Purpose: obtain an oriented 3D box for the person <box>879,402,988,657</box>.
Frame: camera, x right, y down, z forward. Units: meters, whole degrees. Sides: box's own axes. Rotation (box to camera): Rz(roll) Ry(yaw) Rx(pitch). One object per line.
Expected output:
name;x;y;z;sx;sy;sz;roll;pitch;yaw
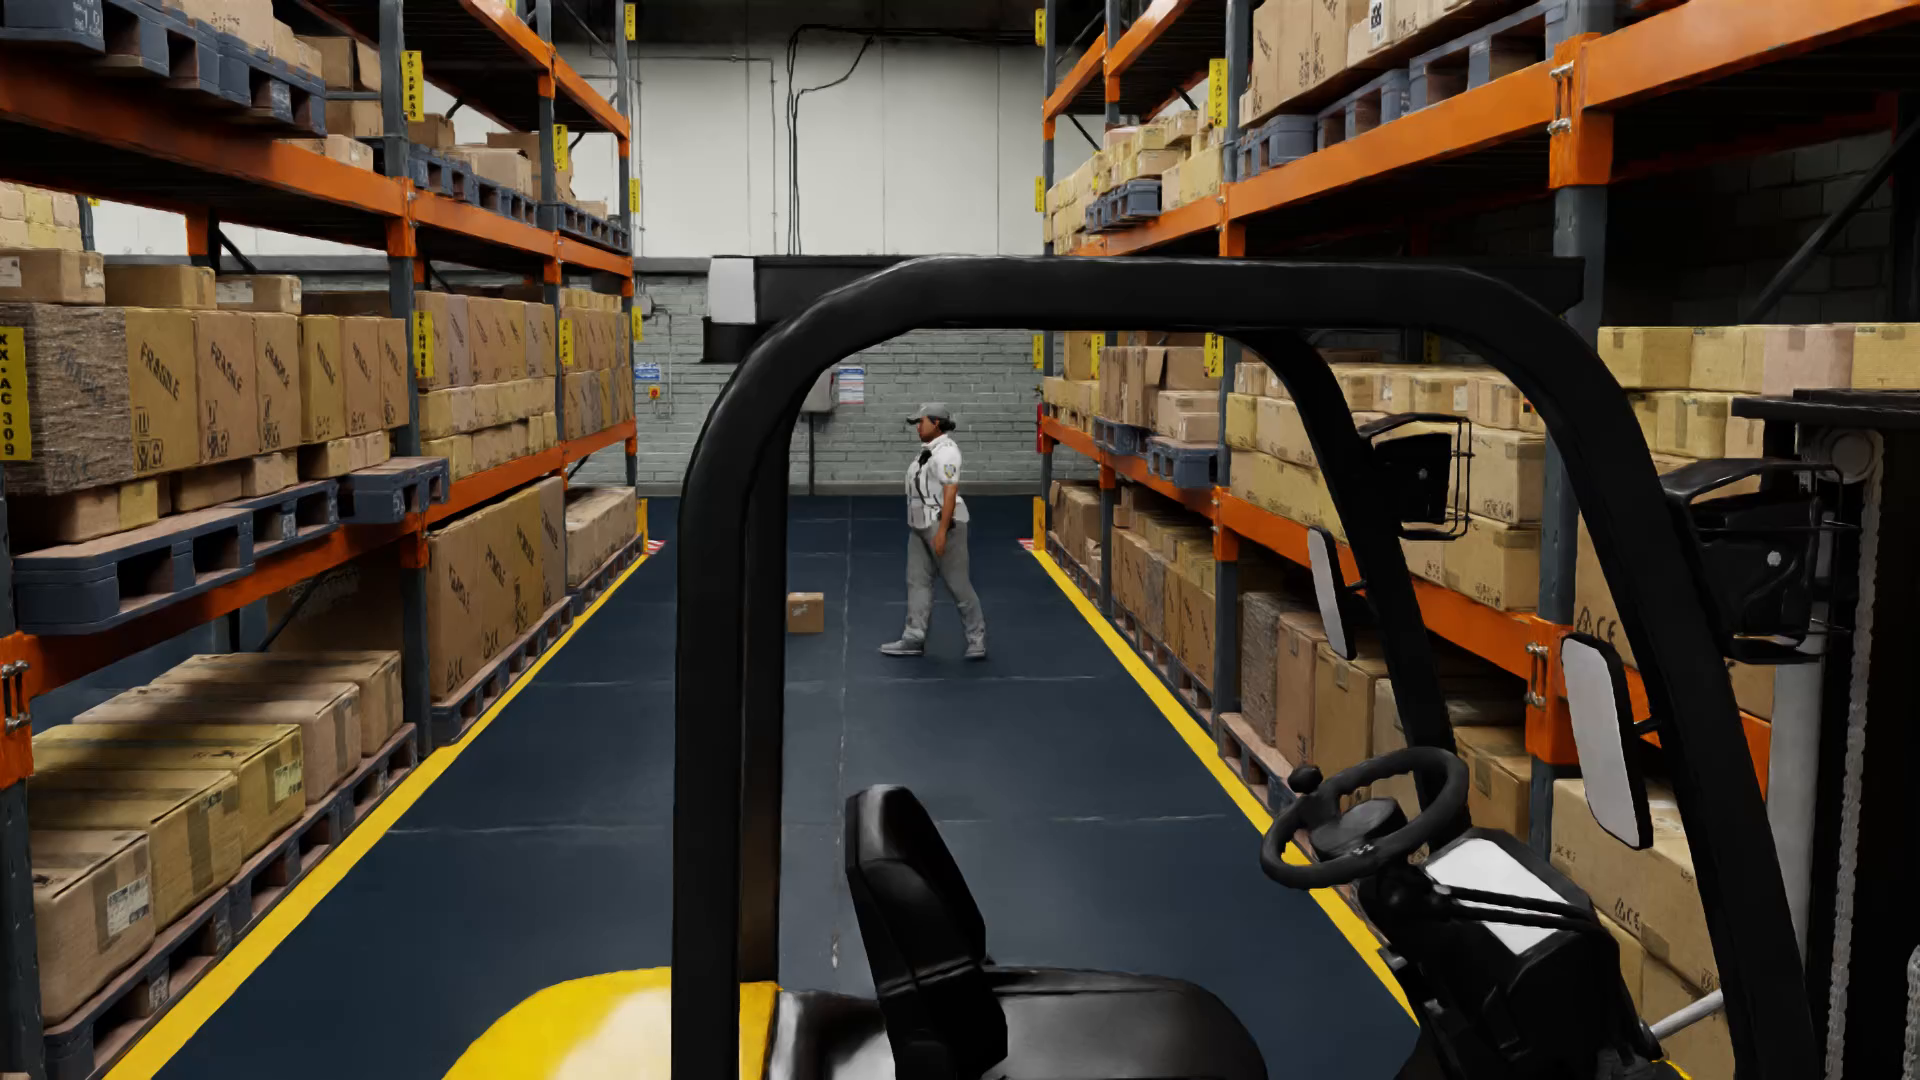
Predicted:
person;-0.178;-0.074;10.822;0.639;1.649;0.672;-3;8;-23
